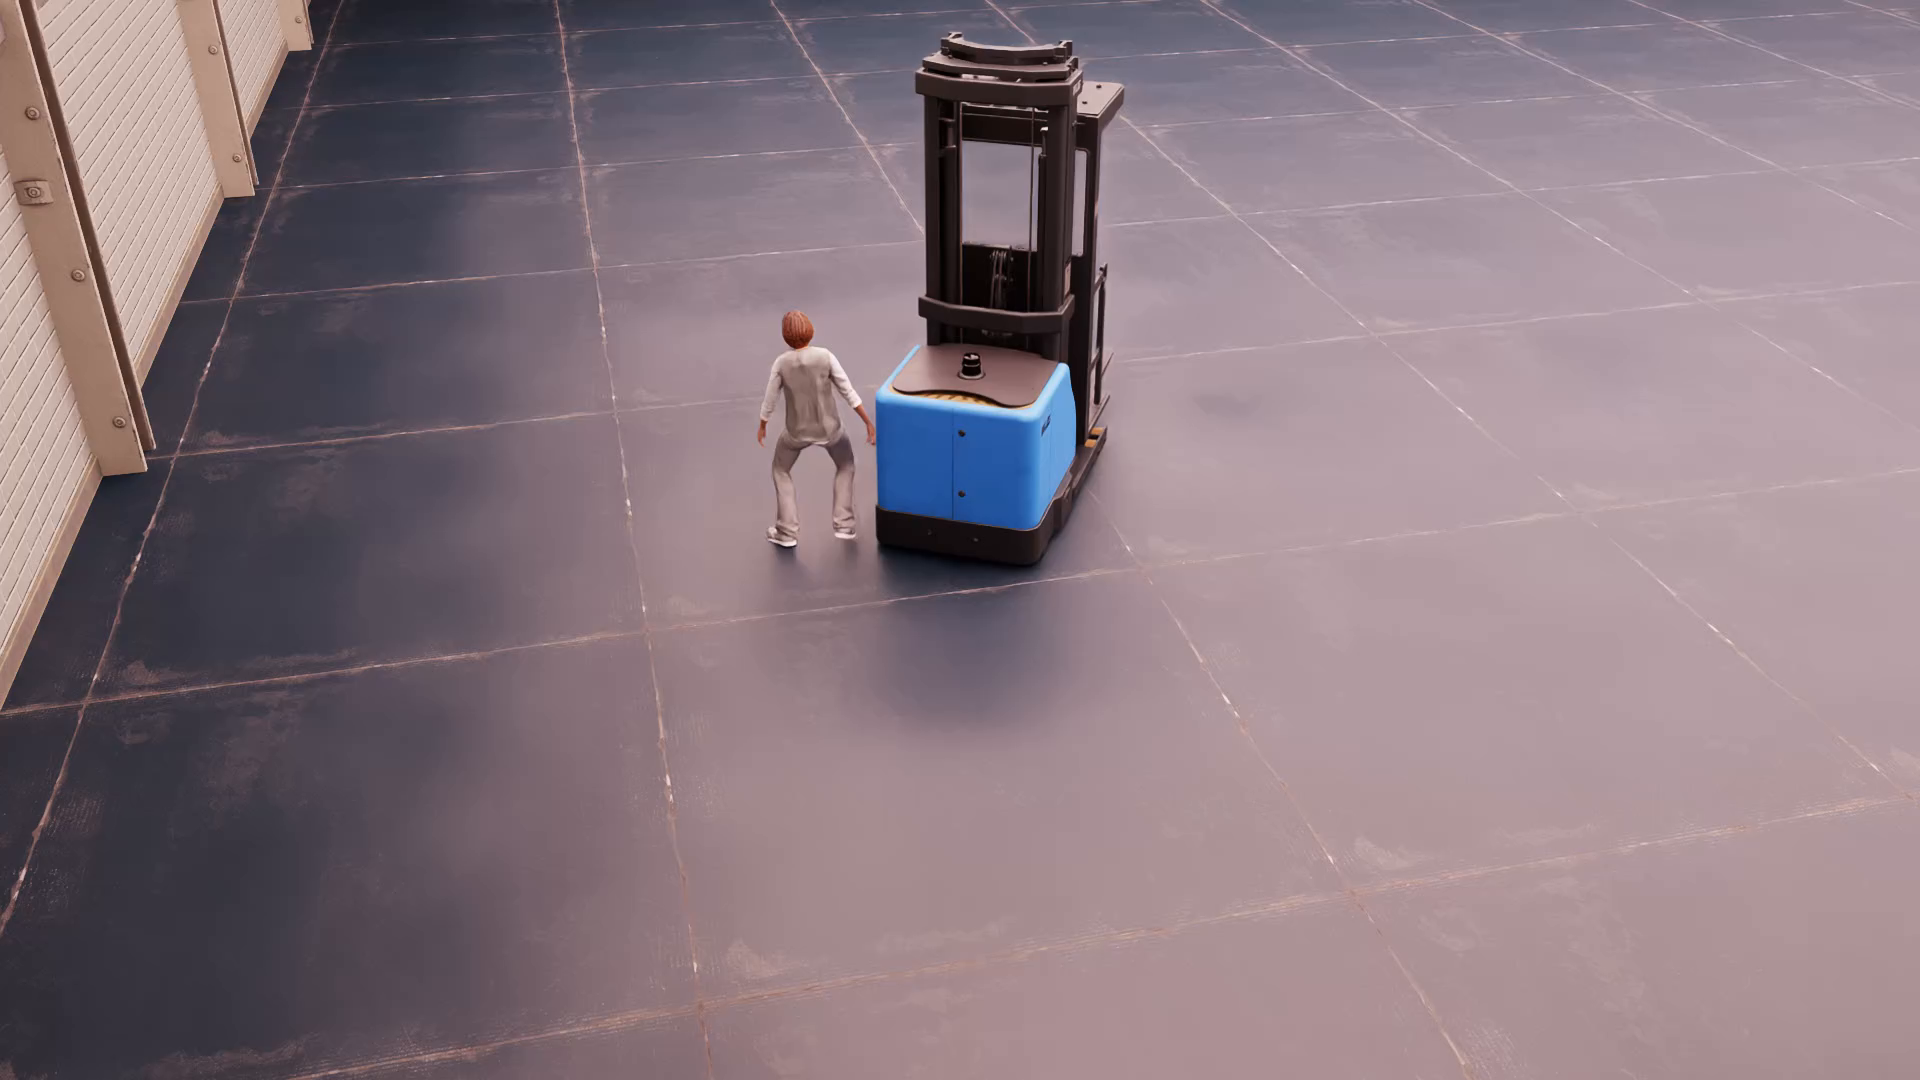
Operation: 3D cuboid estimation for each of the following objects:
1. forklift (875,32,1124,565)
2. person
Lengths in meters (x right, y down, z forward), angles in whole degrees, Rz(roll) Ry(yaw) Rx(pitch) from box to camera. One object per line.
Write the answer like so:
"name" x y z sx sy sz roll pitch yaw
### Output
"forklift" 0.393 -1.844 10.759 1.130 2.935 3.031 9 31 15
"person" -0.879 -0.669 10.167 0.740 1.508 0.434 0 30 0
